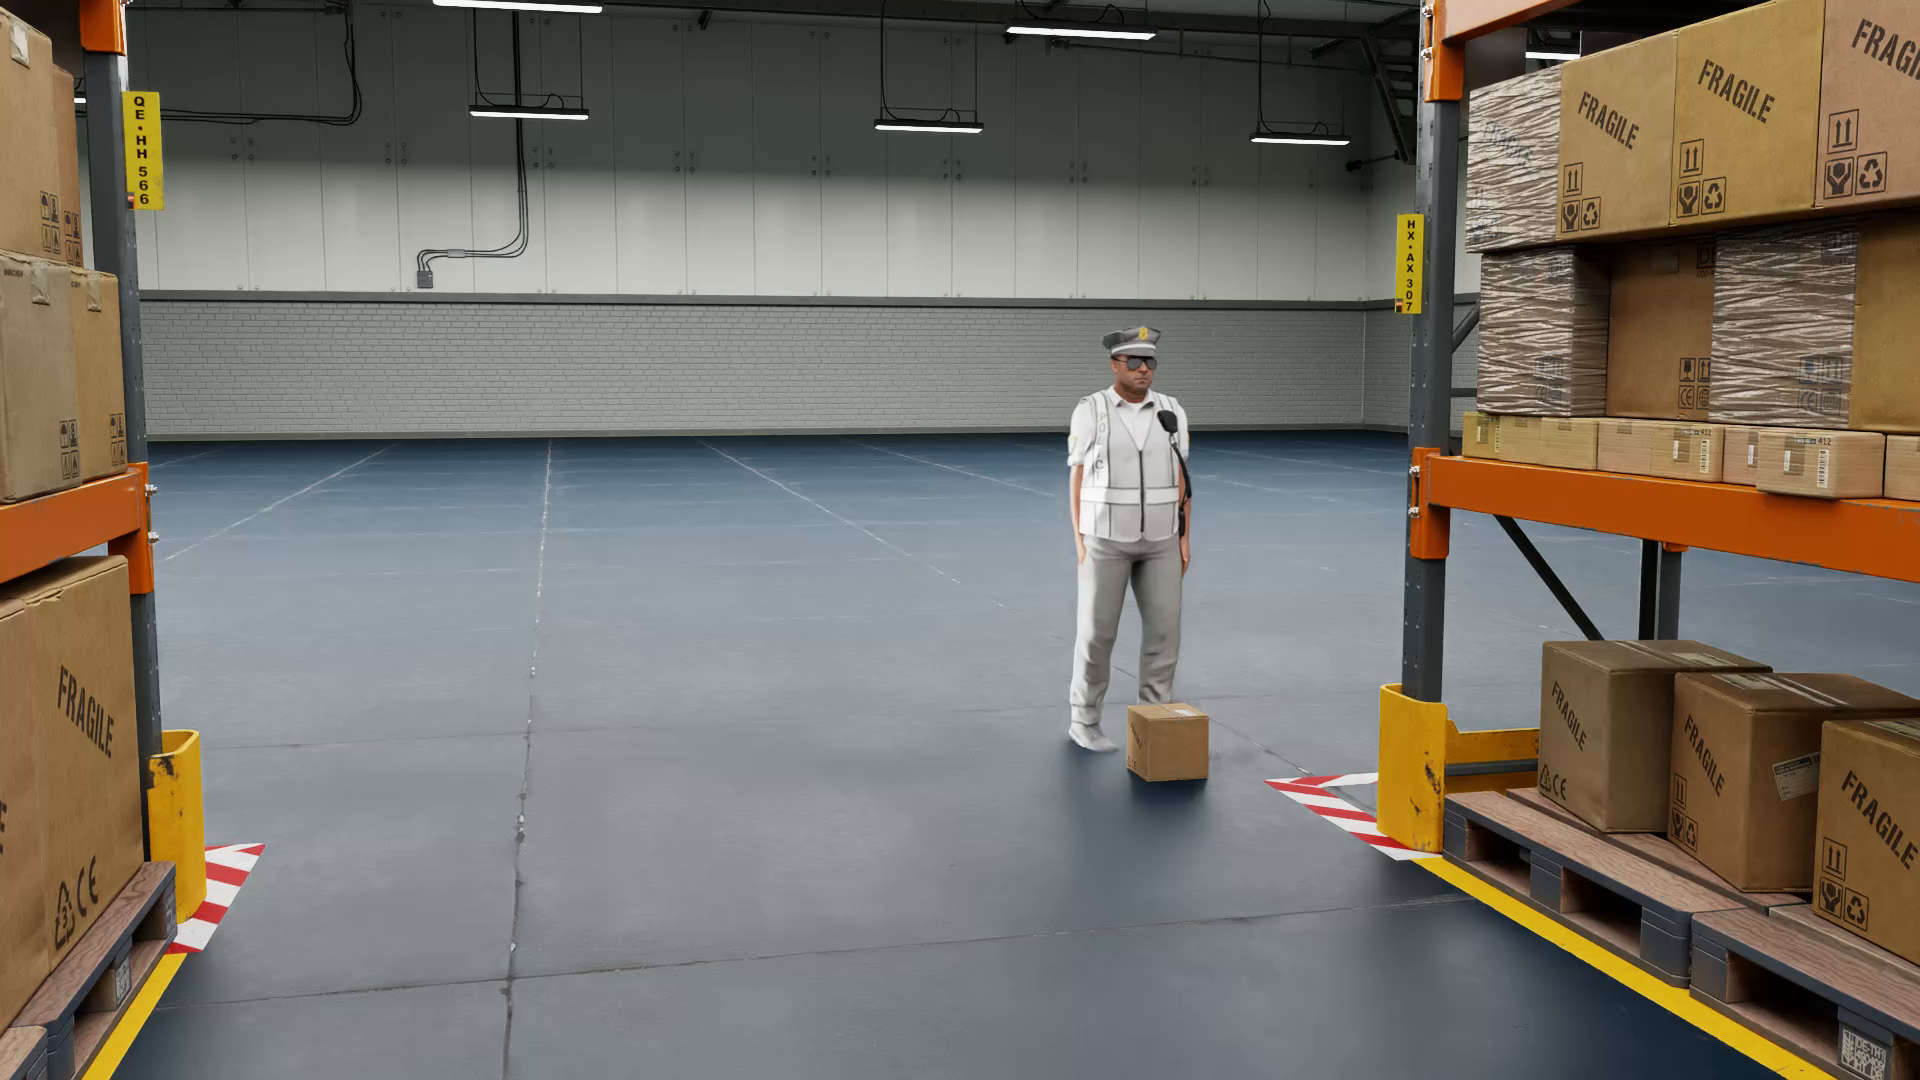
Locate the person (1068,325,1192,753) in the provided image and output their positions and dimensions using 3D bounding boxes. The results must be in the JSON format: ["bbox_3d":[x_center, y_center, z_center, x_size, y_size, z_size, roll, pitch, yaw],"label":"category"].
[{"bbox_3d":[0.722,0.004,6.938,0.528,1.785,0.400,-1,6,-12],"label":"person"}]
